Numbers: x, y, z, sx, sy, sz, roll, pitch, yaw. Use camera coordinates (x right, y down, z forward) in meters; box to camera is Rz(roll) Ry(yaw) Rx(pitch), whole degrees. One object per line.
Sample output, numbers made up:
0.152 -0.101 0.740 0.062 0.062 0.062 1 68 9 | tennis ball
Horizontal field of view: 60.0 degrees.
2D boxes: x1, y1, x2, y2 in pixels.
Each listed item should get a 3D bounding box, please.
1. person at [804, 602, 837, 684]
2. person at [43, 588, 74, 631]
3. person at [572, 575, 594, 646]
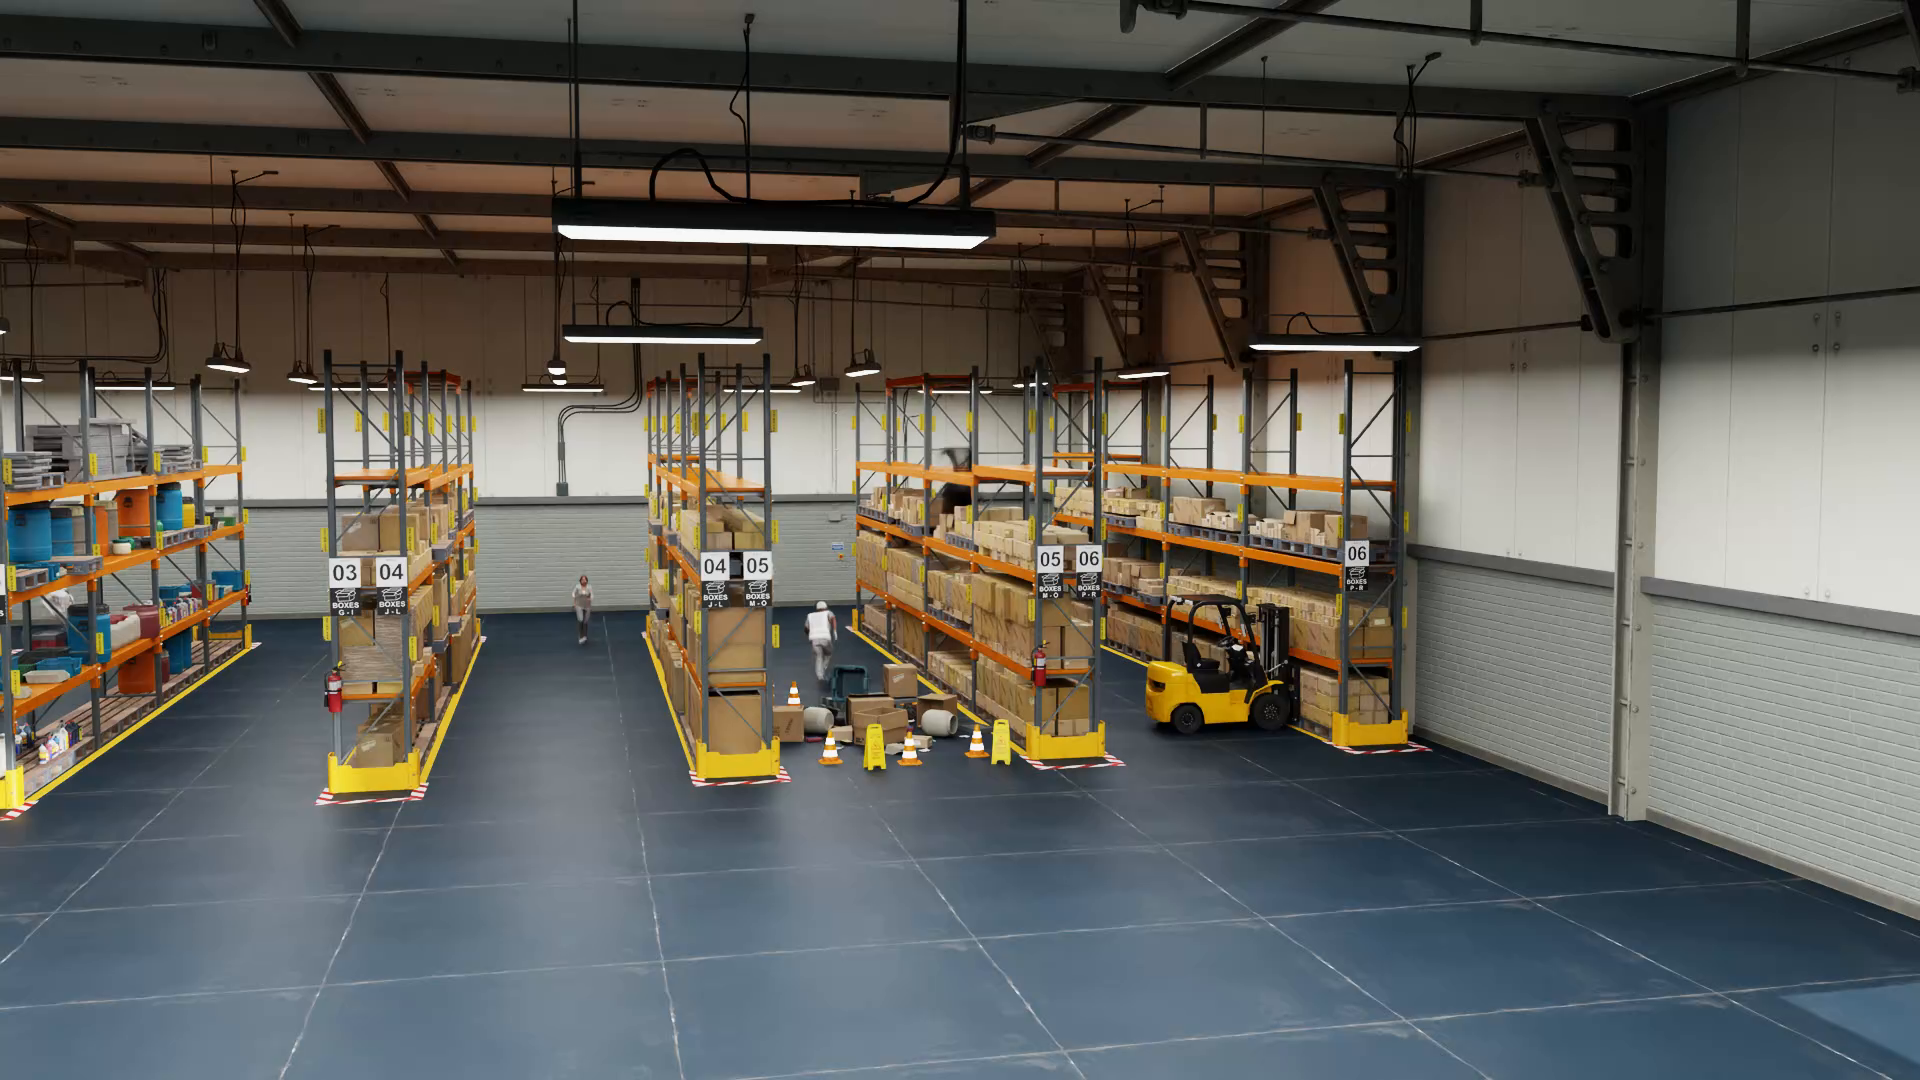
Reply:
-2.705 2.002 32.100 0.675 1.548 1.194 0 4 3 | person
-19.954 1.604 36.945 0.837 1.644 0.674 2 4 22 | person
-8.564 1.586 37.837 0.452 1.606 0.788 -1 4 -20 | person
